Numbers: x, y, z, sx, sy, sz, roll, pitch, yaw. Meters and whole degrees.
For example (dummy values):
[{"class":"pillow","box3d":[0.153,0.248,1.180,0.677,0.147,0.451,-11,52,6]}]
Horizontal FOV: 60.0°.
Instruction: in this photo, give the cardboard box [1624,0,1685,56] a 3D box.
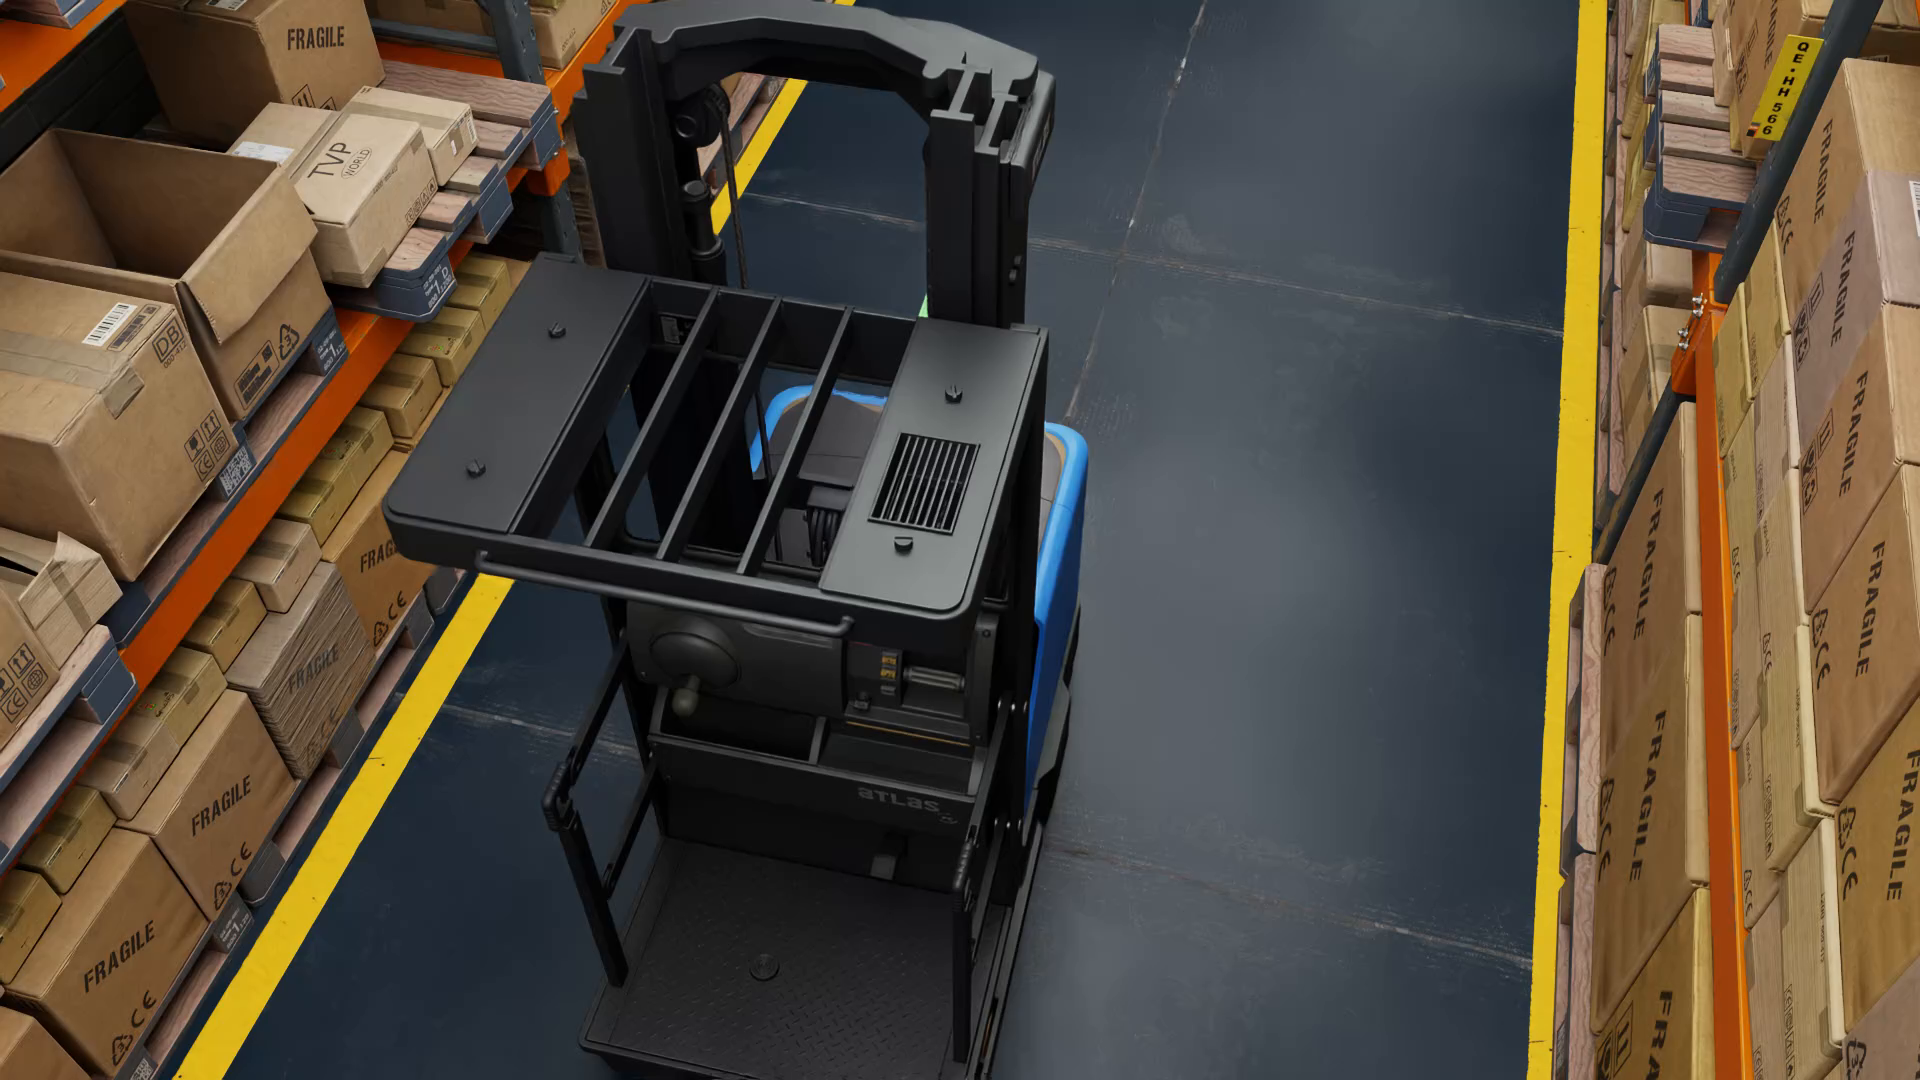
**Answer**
[{"class":"cardboard box","box3d":[3.745,-2.583,8.002,0.950,0.372,0.625,12,50,11]}]

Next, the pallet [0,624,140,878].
[{"class":"pallet","box3d":[-2.699,0.623,3.827,1.003,0.211,1.213,12,50,10]}]

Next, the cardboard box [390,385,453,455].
[{"class":"cardboard box","box3d":[-2.008,-0.380,5.972,0.500,0.500,0.500,11,49,9]}]

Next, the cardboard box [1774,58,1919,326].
[{"class":"cardboard box","box3d":[2.462,-0.856,4.271,0.500,0.500,0.500,10,49,9]}]

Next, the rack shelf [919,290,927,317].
[{"class":"rack shelf","box3d":[-0.036,-0.616,5.438,0.258,0.148,0.480,9,49,8]}]

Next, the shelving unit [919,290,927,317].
[{"class":"shelving unit","box3d":[-0.036,-0.340,5.750,0.258,1.200,0.503,9,49,8]}]

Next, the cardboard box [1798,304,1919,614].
[{"class":"cardboard box","box3d":[2.190,-0.124,3.625,0.500,0.500,0.500,13,50,11]}]

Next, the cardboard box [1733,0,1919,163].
[{"class":"cardboard box","box3d":[2.679,-1.454,4.988,0.500,0.500,0.500,10,49,9]}]

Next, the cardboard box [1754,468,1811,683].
[{"class":"cardboard box","box3d":[2.176,0.134,3.898,0.500,0.250,0.500,11,50,10]}]

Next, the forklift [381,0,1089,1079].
[{"class":"forklift","box3d":[-0.418,0.392,3.949,1.130,2.935,3.031,10,49,9]}]

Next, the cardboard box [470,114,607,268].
[{"class":"cardboard box","box3d":[-1.785,-1.578,6.946,0.875,0.625,0.625,13,50,11]}]

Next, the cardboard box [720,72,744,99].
[{"class":"cardboard box","box3d":[-1.443,-2.540,7.795,0.875,0.625,0.625,10,49,8]}]

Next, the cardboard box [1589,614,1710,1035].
[{"class":"cardboard box","box3d":[2.327,0.892,4.599,0.875,0.875,0.875,12,50,10]}]

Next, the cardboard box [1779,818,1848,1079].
[{"class":"cardboard box","box3d":[1.911,0.872,3.247,0.500,0.250,0.500,13,50,11]}]

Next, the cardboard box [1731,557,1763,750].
[{"class":"cardboard box","box3d":[2.194,0.307,4.078,0.500,0.250,0.500,13,50,11]}]

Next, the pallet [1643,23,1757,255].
[{"class":"pallet","box3d":[2.913,-1.273,5.501,1.213,0.211,1.003,12,50,10]}]

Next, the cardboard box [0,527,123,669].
[{"class":"cardboard box","box3d":[-2.279,0.093,3.977,0.396,0.266,0.258,14,50,12]}]

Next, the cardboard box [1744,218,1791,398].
[{"class":"cardboard box","box3d":[2.456,-0.598,4.544,0.500,0.250,0.500,11,50,10]}]

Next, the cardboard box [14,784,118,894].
[{"class":"cardboard box","box3d":[-2.550,0.779,4.517,0.380,0.149,0.250,11,49,9]}]

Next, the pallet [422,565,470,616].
[{"class":"pallet","box3d":[-2.195,-0.322,6.393,1.003,0.211,1.213,12,50,10]}]

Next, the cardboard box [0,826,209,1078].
[{"class":"cardboard box","box3d":[-2.540,1.112,4.655,0.500,0.500,0.500,11,49,10]}]

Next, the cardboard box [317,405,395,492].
[{"class":"cardboard box","box3d":[-2.115,-0.329,5.494,0.380,0.149,0.250,13,50,11]}]

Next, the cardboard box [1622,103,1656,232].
[{"class":"cardboard box","box3d":[3.378,-1.559,7.098,0.950,0.372,0.625,13,50,11]}]

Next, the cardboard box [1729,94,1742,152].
[{"class":"cardboard box","box3d":[2.688,-1.348,5.326,0.380,0.149,0.250,12,50,11]}]

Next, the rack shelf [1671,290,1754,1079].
[{"class":"rack shelf","box3d":[2.301,0.885,3.948,1.077,0.370,4.000,12,50,10]}]

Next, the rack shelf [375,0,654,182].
[{"class":"rack shelf","box3d":[-1.435,-2.985,7.364,1.077,0.370,4.000,12,50,10]}]

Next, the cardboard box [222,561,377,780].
[{"class":"cardboard box","box3d":[-2.262,0.378,5.303,0.500,0.500,0.500,10,49,9]}]

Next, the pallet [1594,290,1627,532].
[{"class":"pallet","box3d":[3.035,-0.442,6.500,1.003,0.211,1.213,12,50,10]}]

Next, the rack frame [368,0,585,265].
[{"class":"rack frame","box3d":[-1.962,-1.777,5.818,1.000,3.000,0.127,12,50,10]}]

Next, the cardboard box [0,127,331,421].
[{"class":"cardboard box","box3d":[-2.213,-0.733,4.547,0.797,0.503,0.637,11,49,9]}]

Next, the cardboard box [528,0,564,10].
[{"class":"cardboard box","box3d":[-1.585,-2.160,5.923,0.500,0.250,0.500,12,50,10]}]

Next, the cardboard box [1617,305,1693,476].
[{"class":"cardboard box","box3d":[2.986,-0.476,6.142,0.950,0.372,0.625,9,49,7]}]

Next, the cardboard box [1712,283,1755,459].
[{"class":"cardboard box","box3d":[2.456,-0.446,4.743,0.500,0.250,0.500,11,49,9]}]

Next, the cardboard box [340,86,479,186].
[{"class":"cardboard box","box3d":[-1.765,-1.282,5.268,0.380,0.149,0.250,12,50,11]}]

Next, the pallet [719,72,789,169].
[{"class":"pallet","box3d":[-1.384,-2.322,8.158,1.003,0.211,1.213,12,50,10]}]

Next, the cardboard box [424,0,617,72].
[{"class":"cardboard box","box3d":[-1.609,-2.000,6.115,0.500,0.250,0.500,12,50,10]}]

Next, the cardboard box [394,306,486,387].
[{"class":"cardboard box","box3d":[-1.889,-0.693,5.815,0.380,0.149,0.250,9,49,8]}]

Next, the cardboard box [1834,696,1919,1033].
[{"class":"cardboard box","box3d":[1.932,0.618,2.970,0.500,0.500,0.500,13,50,11]}]

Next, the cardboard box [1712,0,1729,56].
[{"class":"cardboard box","box3d":[2.785,-1.719,5.654,0.380,0.149,0.250,9,49,8]}]

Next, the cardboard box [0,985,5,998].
[{"class":"cardboard box","box3d":[-2.665,1.167,4.173,0.380,0.149,0.250,10,49,9]}]

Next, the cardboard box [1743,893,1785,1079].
[{"class":"cardboard box","box3d":[1.936,1.039,3.432,0.500,0.250,0.500,10,49,9]}]

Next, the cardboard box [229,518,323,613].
[{"class":"cardboard box","box3d":[-2.224,0.057,5.153,0.380,0.149,0.250,9,49,8]}]

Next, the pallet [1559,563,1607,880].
[{"class":"pallet","box3d":[2.548,0.678,5.511,1.003,0.211,1.213,12,50,10]}]

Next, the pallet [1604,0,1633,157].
[{"class":"pallet","box3d":[3.677,-2.207,8.057,1.003,0.211,1.213,12,50,10]}]

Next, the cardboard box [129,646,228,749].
[{"class":"cardboard box","box3d":[-2.380,0.426,4.828,0.380,0.149,0.250,13,50,11]}]

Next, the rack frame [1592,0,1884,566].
[{"class":"rack frame","box3d":[2.828,-0.800,4.955,1.000,3.000,0.127,12,50,10]}]

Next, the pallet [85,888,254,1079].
[{"class":"pallet","box3d":[-2.837,1.443,4.835,1.003,0.211,1.213,12,50,10]}]
